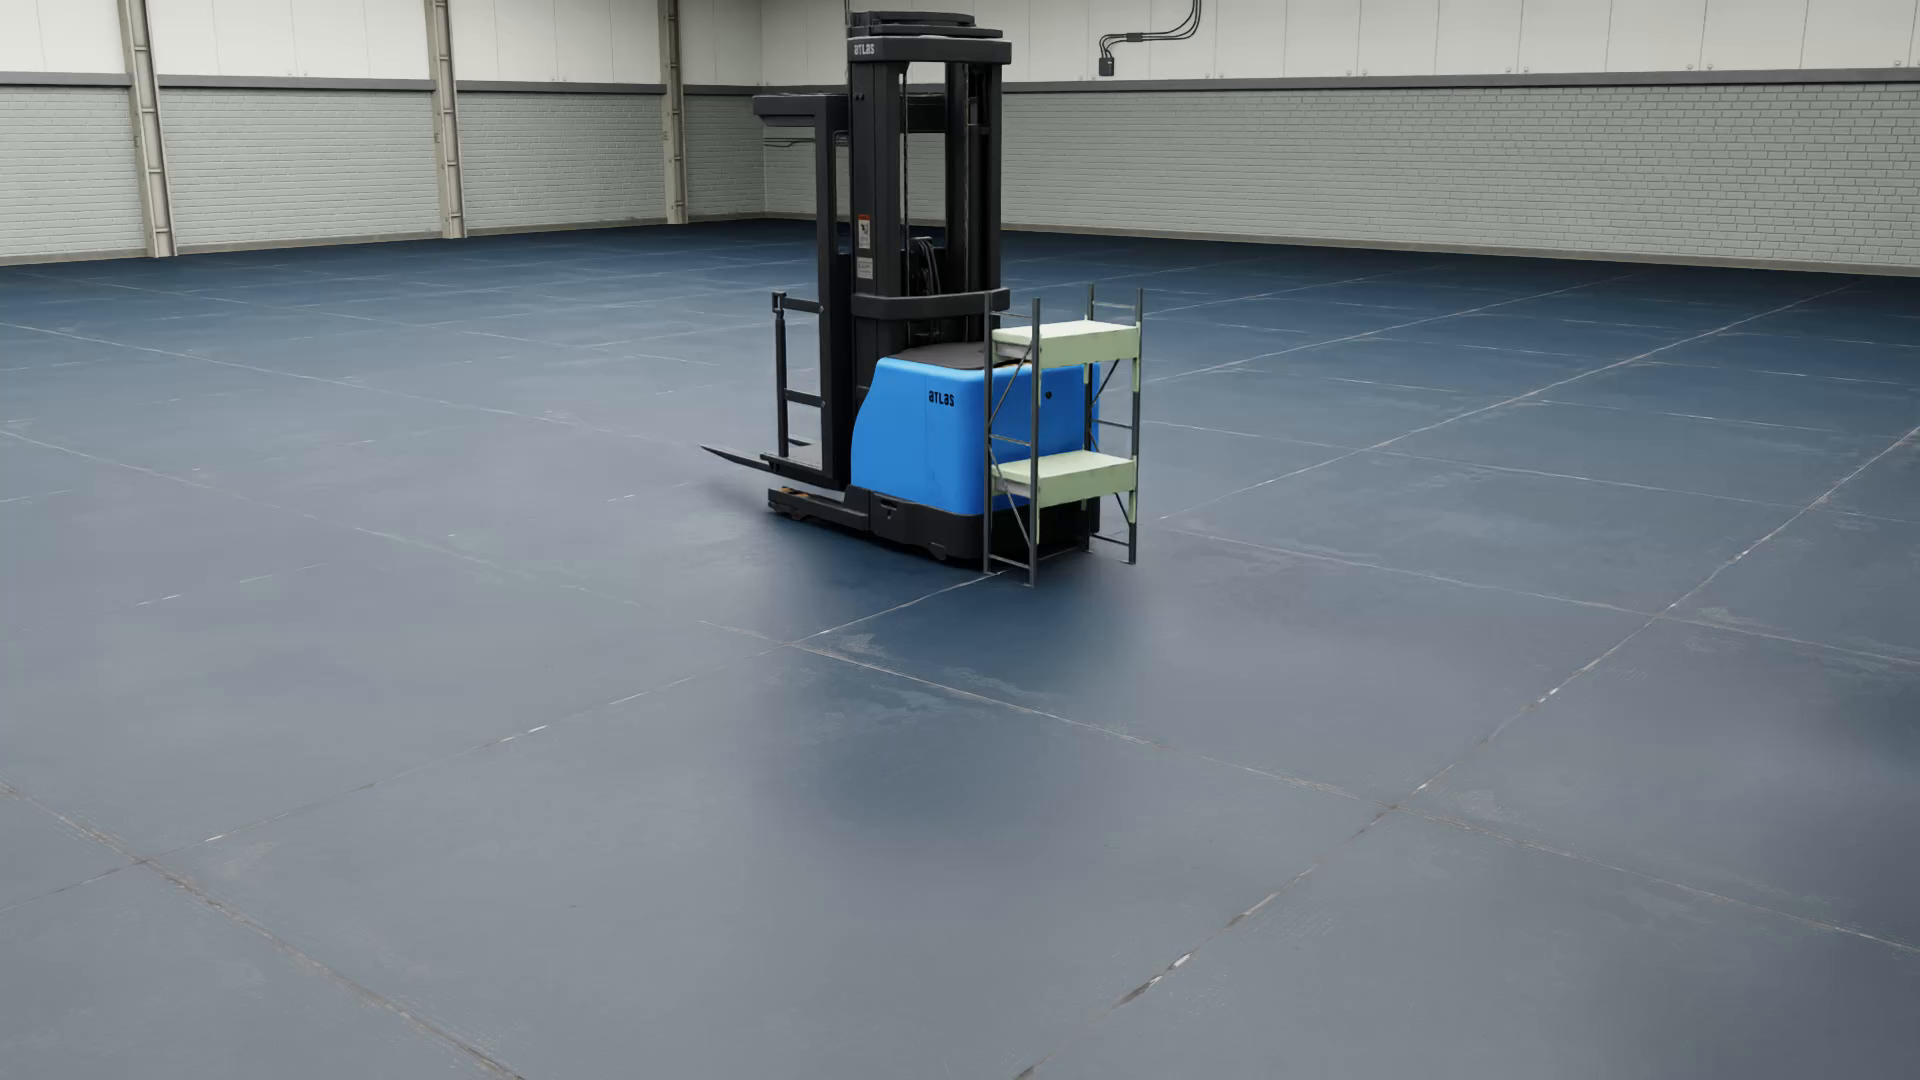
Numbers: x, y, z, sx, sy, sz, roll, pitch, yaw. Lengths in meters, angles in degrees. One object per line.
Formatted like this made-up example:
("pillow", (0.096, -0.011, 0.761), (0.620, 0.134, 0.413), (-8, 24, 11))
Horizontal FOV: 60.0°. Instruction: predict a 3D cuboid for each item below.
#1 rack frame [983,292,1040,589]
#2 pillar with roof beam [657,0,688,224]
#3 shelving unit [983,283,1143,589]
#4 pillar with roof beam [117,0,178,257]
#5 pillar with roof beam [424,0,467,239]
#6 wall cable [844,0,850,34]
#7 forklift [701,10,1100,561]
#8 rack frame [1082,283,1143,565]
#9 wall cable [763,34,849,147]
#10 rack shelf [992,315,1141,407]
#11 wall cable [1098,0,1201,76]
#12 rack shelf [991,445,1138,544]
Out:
("rack frame", (0.262, -0.512, 8.590), (0.023, 1.500, 0.400), (-12, 18, -38))
("pillar with roof beam", (-3.166, -10.995, 34.627), (9.100, 9.000, 0.400), (11, 18, 38))
("shelving unit", (0.544, -0.569, 8.817), (0.755, 1.500, 0.431), (-12, 18, -38))
("pillar with roof beam", (-10.708, -8.697, 25.580), (9.100, 9.000, 0.400), (11, 18, 38))
("pillar with roof beam", (-6.937, -9.846, 30.103), (9.100, 9.000, 0.400), (11, 18, 38))
("wall cable", (-1.530, -12.545, 36.777), (3.097, 2.526, 0.112), (11, 18, 38))
("forklift", (-0.527, -1.608, 9.998), (1.130, 2.935, 3.031), (-12, 18, -38))
("rack frame", (0.825, -0.627, 9.044), (0.023, 1.500, 0.400), (-12, 18, -38))
("wall cable", (-3.634, -10.516, 39.047), (3.097, 2.526, 0.112), (11, 18, 38))
("rack shelf", (0.544, -0.947, 8.721), (0.720, 0.370, 0.431), (-12, 18, -38))
("wall cable", (3.740, -12.197, 32.451), (2.305, 6.003, 0.169), (11, 18, 38))
("rack shelf", (0.543, -0.253, 8.898), (0.720, 0.370, 0.431), (-12, 18, -38))
